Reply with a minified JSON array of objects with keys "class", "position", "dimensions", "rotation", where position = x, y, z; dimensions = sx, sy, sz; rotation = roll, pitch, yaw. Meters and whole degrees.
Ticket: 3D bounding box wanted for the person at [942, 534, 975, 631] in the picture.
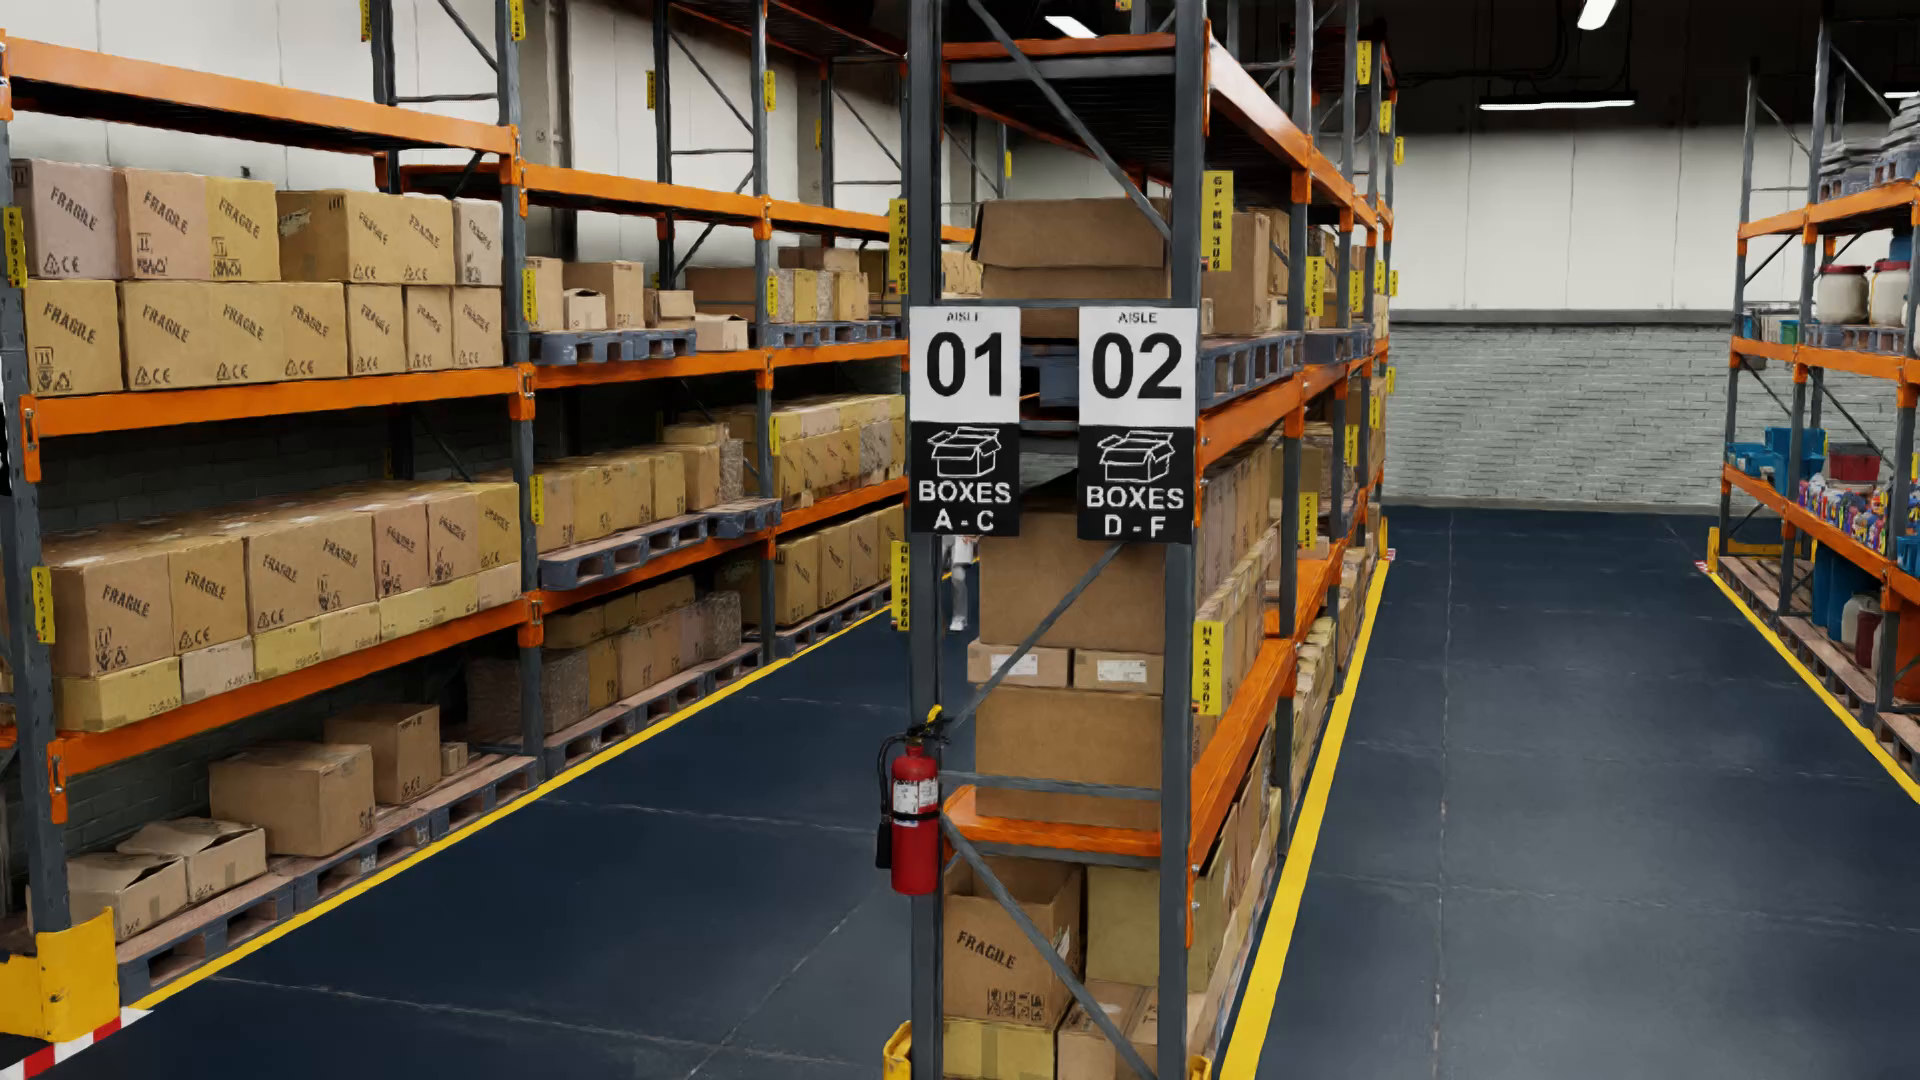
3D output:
[{"class":"person","position":[-0.083,0.018,16.378],"dimensions":[0.788,1.750,0.519],"rotation":[2,8,16]}]
